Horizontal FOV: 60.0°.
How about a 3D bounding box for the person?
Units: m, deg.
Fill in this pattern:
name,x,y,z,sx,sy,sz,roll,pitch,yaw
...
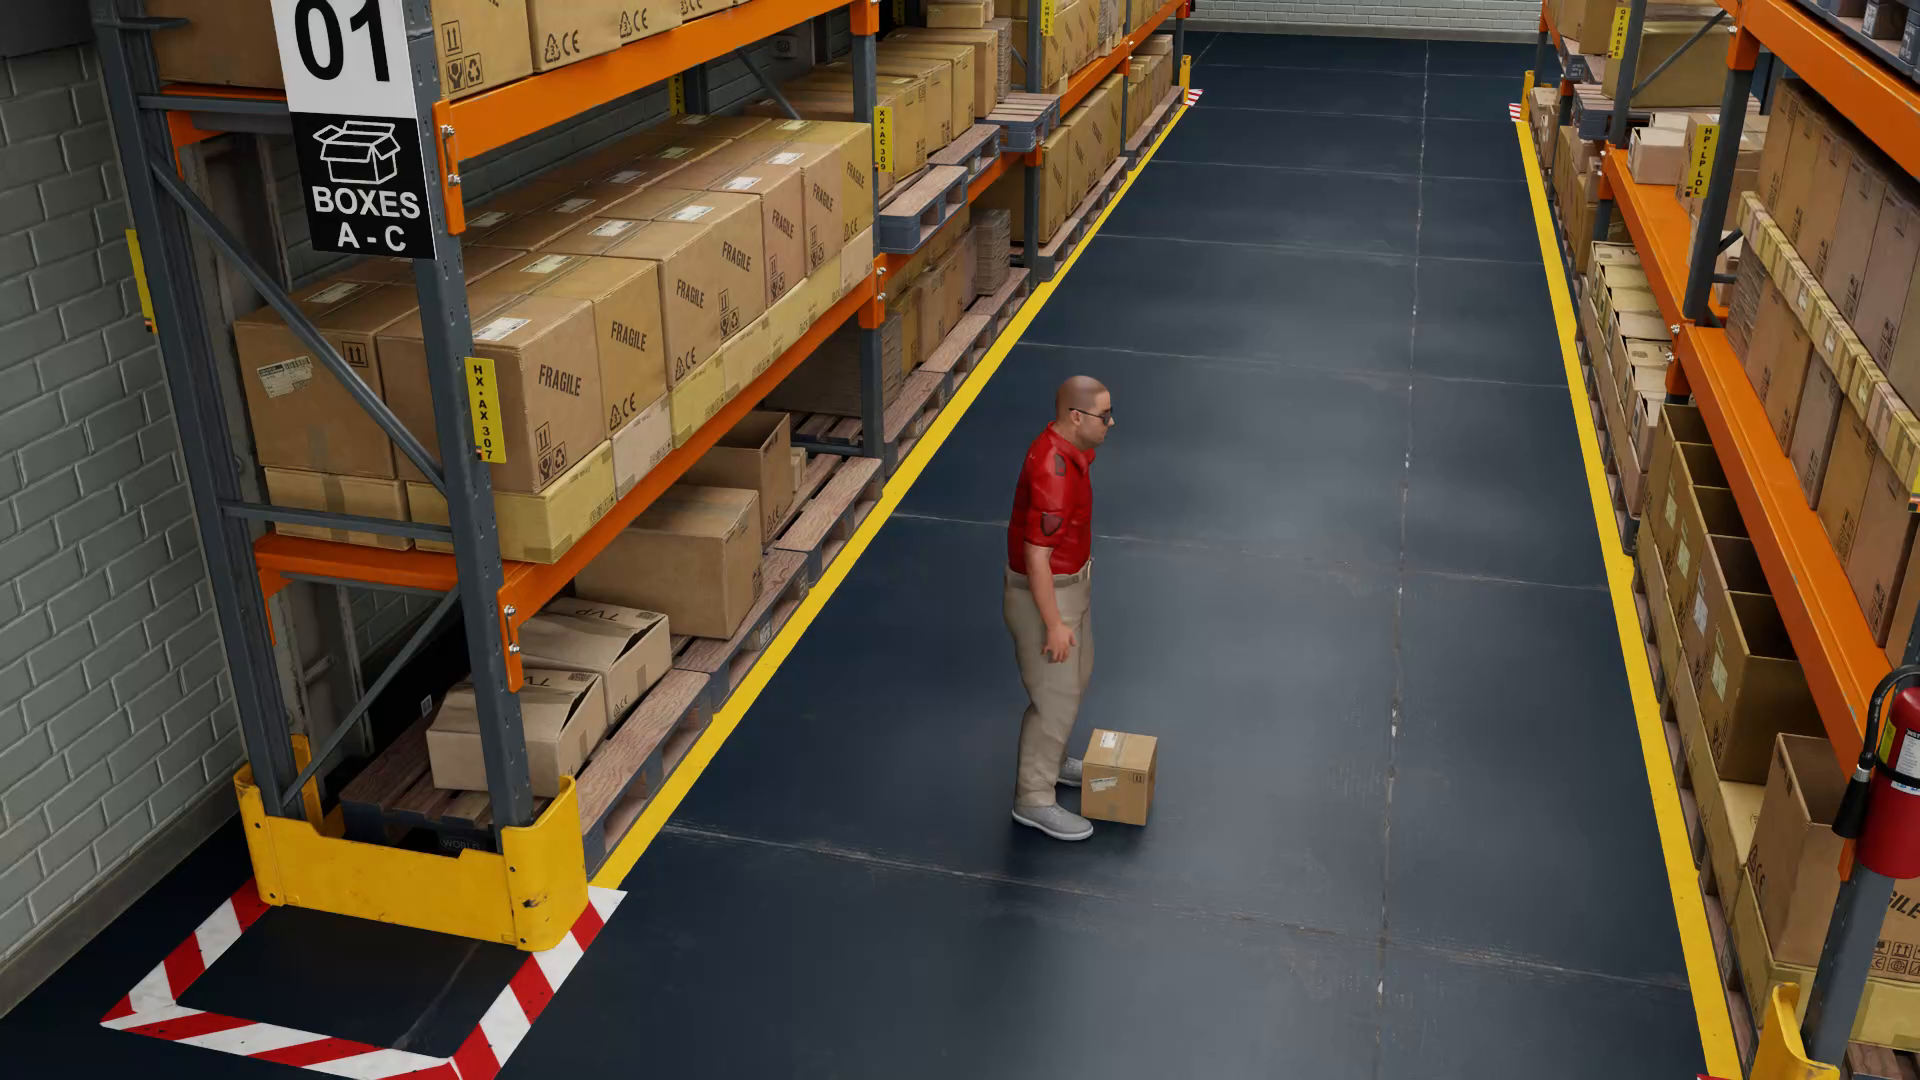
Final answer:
name,x,y,z,sx,sy,sz,roll,pitch,yaw
person,0.365,0.219,6.159,0.393,1.726,0.601,5,26,10
